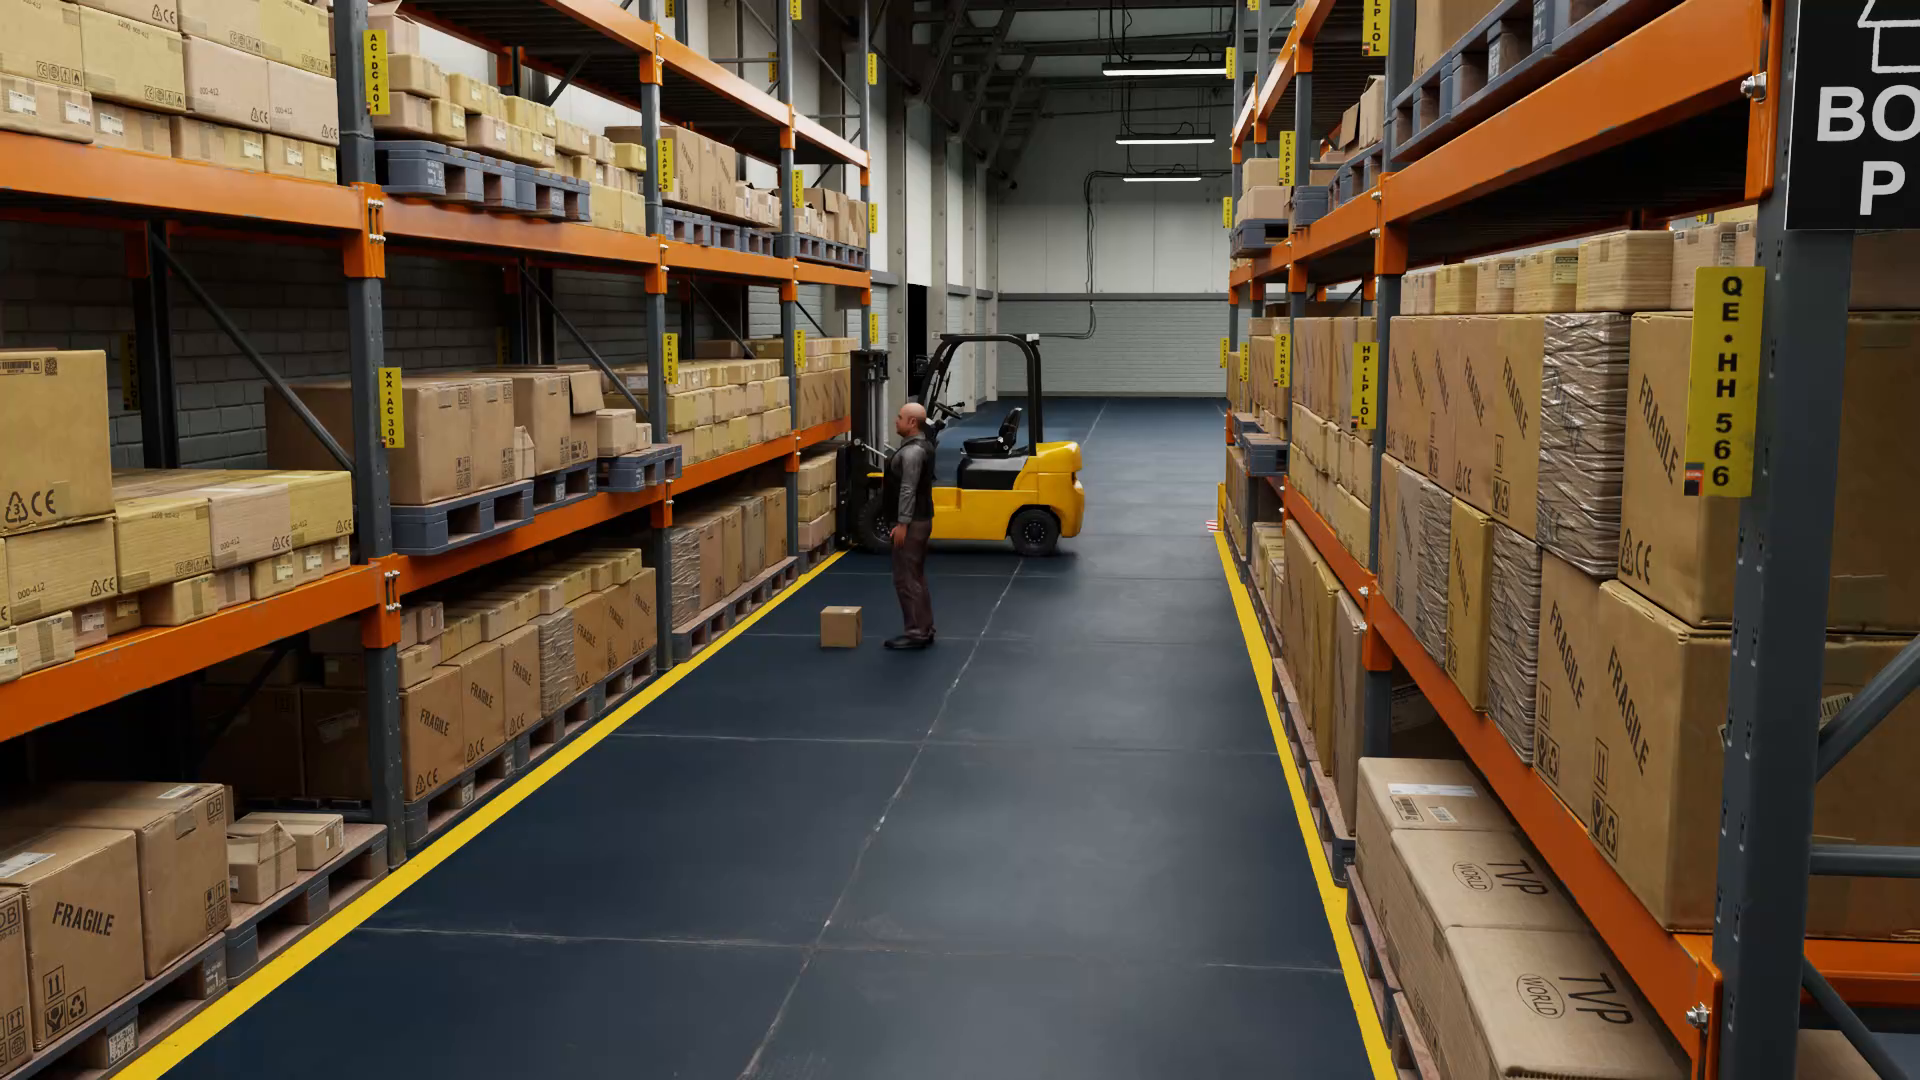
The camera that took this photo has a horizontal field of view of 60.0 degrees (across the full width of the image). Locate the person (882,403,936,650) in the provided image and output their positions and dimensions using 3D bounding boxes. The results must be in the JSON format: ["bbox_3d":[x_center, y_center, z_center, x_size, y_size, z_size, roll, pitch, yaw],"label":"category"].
[{"bbox_3d":[-0.361,-0.094,11.664,0.357,1.733,0.530,1,8,7],"label":"person"}]
